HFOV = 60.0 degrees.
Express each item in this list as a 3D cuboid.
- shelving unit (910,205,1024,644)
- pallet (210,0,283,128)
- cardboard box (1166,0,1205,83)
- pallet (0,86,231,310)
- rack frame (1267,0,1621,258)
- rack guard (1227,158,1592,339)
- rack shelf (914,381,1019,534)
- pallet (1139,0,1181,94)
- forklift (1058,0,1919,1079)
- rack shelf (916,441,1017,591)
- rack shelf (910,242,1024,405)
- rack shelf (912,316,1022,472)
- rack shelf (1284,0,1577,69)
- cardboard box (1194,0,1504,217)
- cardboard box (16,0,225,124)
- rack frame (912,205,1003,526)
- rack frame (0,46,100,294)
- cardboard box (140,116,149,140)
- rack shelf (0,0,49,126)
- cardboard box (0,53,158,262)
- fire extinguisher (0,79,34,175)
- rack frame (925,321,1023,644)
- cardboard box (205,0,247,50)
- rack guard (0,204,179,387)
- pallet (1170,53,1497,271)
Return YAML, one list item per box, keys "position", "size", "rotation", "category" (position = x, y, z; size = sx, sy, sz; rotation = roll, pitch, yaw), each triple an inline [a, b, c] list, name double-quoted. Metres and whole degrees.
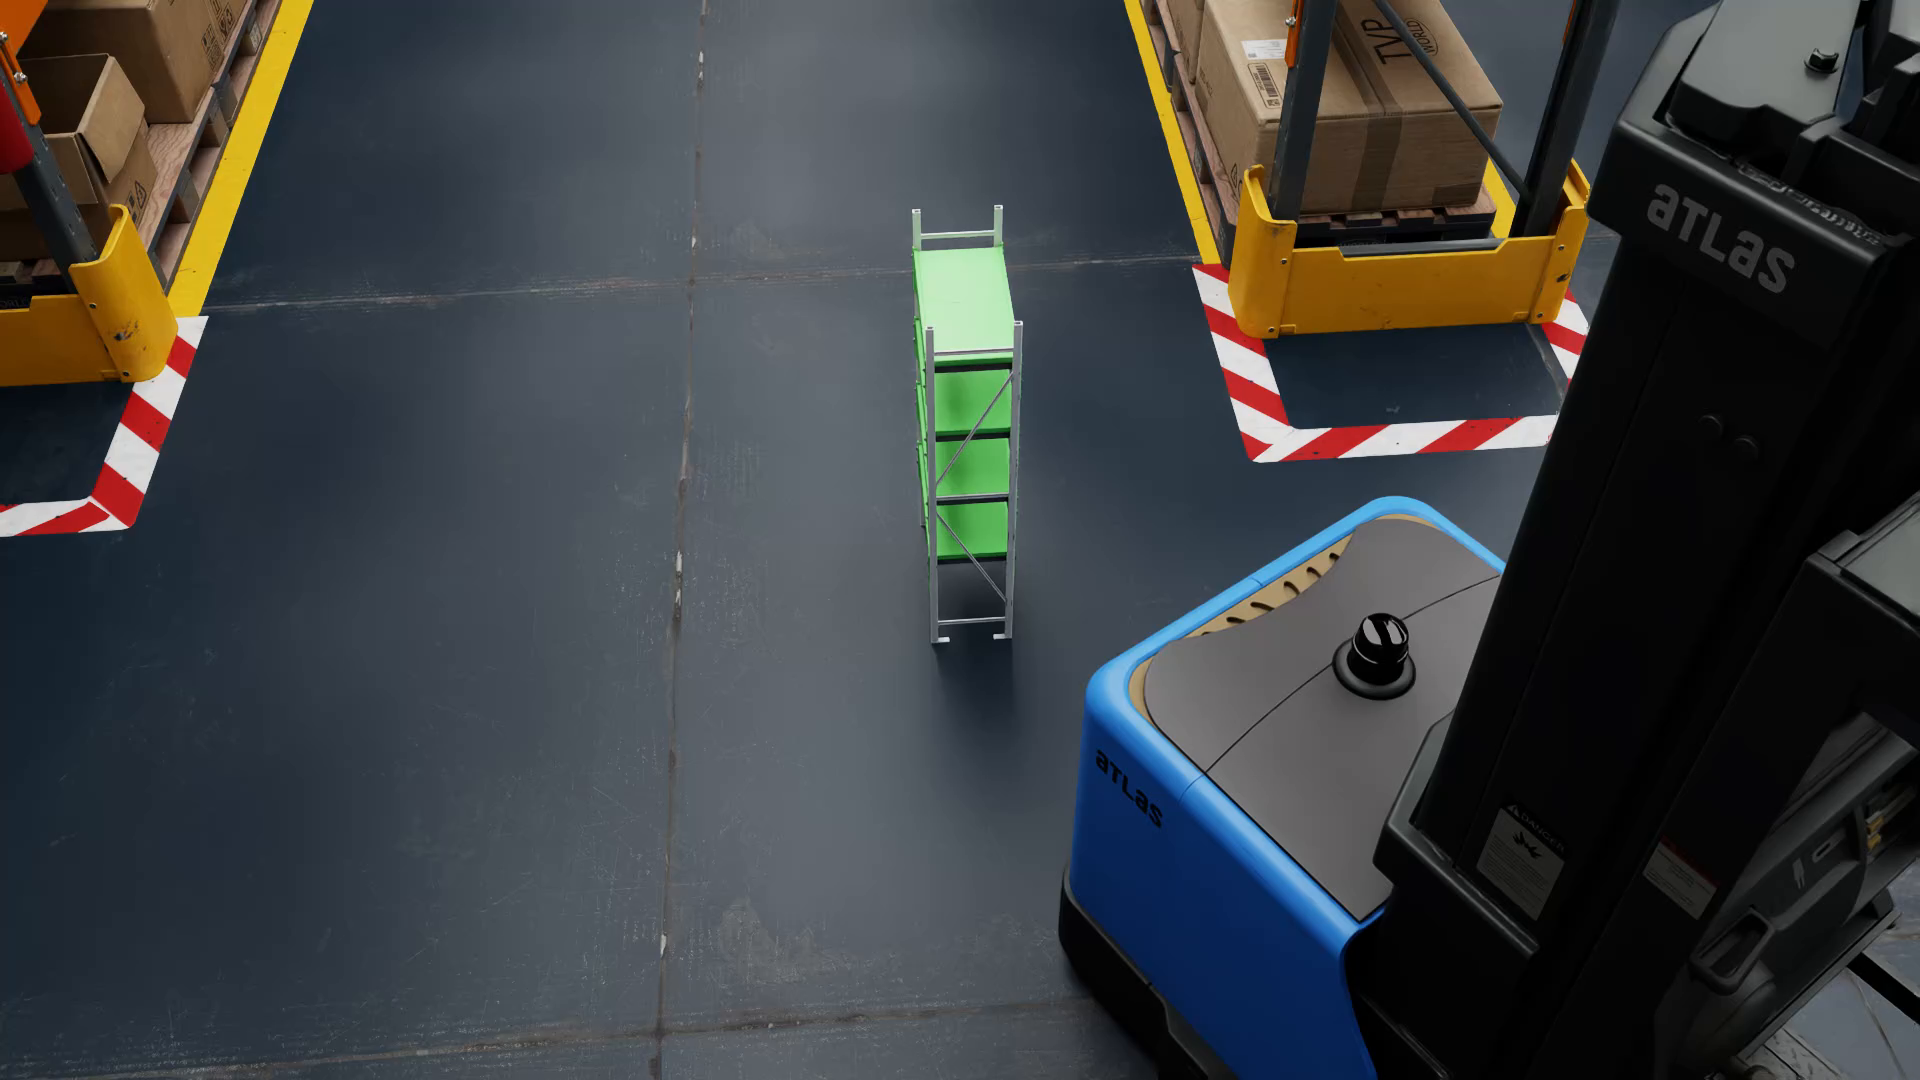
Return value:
- position: [0.014, -0.293, 4.701]
  size: [0.258, 1.200, 0.503]
  rotation: [-3, 47, -3]
  category: "shelving unit"
- position: [-3.545, -2.171, 7.161]
  size: [1.003, 0.211, 1.213]
  rotation: [-3, 47, -3]
  category: "pallet"
- position: [1.335, -2.318, 6.855]
  size: [0.875, 0.438, 0.875]
  rotation: [-2, 47, -2]
  category: "cardboard box"
- position: [-3.446, -1.290, 6.327]
  size: [1.003, 0.211, 1.213]
  rotation: [-3, 47, -3]
  category: "pallet"
- position: [1.574, -1.922, 5.004]
  size: [1.000, 3.000, 0.127]
  rotation: [-3, 47, -3]
  category: "rack frame"
- position: [1.576, -1.045, 5.895]
  size: [1.175, 0.500, 0.348]
  rotation: [-3, 47, -3]
  category: "rack guard"
- position: [0.014, -0.249, 4.747]
  size: [0.258, 0.148, 0.480]
  rotation: [-3, 47, -3]
  category: "rack shelf"
- position: [1.331, -2.417, 7.394]
  size: [1.003, 0.211, 1.213]
  rotation: [-3, 47, -3]
  category: "pallet"
- position: [1.535, 0.668, 2.599]
  size: [1.130, 2.935, 3.031]
  rotation: [-29, 53, -24]
  category: "forklift"
- position: [0.014, -0.084, 4.922]
  size: [0.258, 0.148, 0.480]
  rotation: [-3, 47, -3]
  category: "rack shelf"
- position: [0.014, -0.579, 4.399]
  size: [0.258, 0.148, 0.480]
  rotation: [-3, 47, -3]
  category: "rack shelf"
- position: [0.014, -0.414, 4.573]
  size: [0.258, 0.148, 0.480]
  rotation: [-3, 47, -3]
  category: "rack shelf"
- position: [1.407, -3.122, 6.636]
  size: [1.077, 0.370, 4.000]
  rotation: [-3, 47, -3]
  category: "rack shelf"
- position: [1.420, -1.657, 6.228]
  size: [0.875, 0.438, 0.875]
  rotation: [-5, 47, -5]
  category: "cardboard box"
- position: [-3.361, -1.971, 6.484]
  size: [0.700, 0.500, 0.500]
  rotation: [-2, 47, -2]
  category: "cardboard box"
- position: [-0.007, -0.469, 4.868]
  size: [0.240, 1.200, 0.015]
  rotation: [-3, 47, -3]
  category: "rack frame"
- position: [-3.372, -1.617, 4.716]
  size: [1.000, 3.000, 0.127]
  rotation: [-3, 47, -3]
  category: "rack frame"
- position: [-3.325, -1.540, 6.316]
  size: [0.380, 0.149, 0.250]
  rotation: [-5, 47, -5]
  category: "cardboard box"
- position: [-3.539, -2.817, 6.348]
  size: [1.077, 0.370, 4.000]
  rotation: [-3, 47, -3]
  category: "rack shelf"
- position: [-3.328, -1.352, 5.894]
  size: [0.797, 0.503, 0.637]
  rotation: [-5, 47, -5]
  category: "cardboard box"
- position: [-2.899, -1.384, 4.805]
  size: [0.296, 0.674, 0.183]
  rotation: [-3, 47, -3]
  category: "fire extinguisher"
- position: [0.034, -0.116, 4.534]
  size: [0.240, 1.200, 0.015]
  rotation: [-3, 47, -3]
  category: "rack frame"
- position: [-3.306, -2.360, 6.852]
  size: [0.500, 0.500, 0.500]
  rotation: [-3, 47, -3]
  category: "cardboard box"
- position: [-3.378, -0.813, 5.676]
  size: [1.175, 0.500, 0.348]
  rotation: [-3, 47, -3]
  category: "rack guard"
- position: [1.430, -1.537, 6.560]
  size: [1.003, 0.211, 1.213]
  rotation: [-3, 47, -3]
  category: "pallet"
